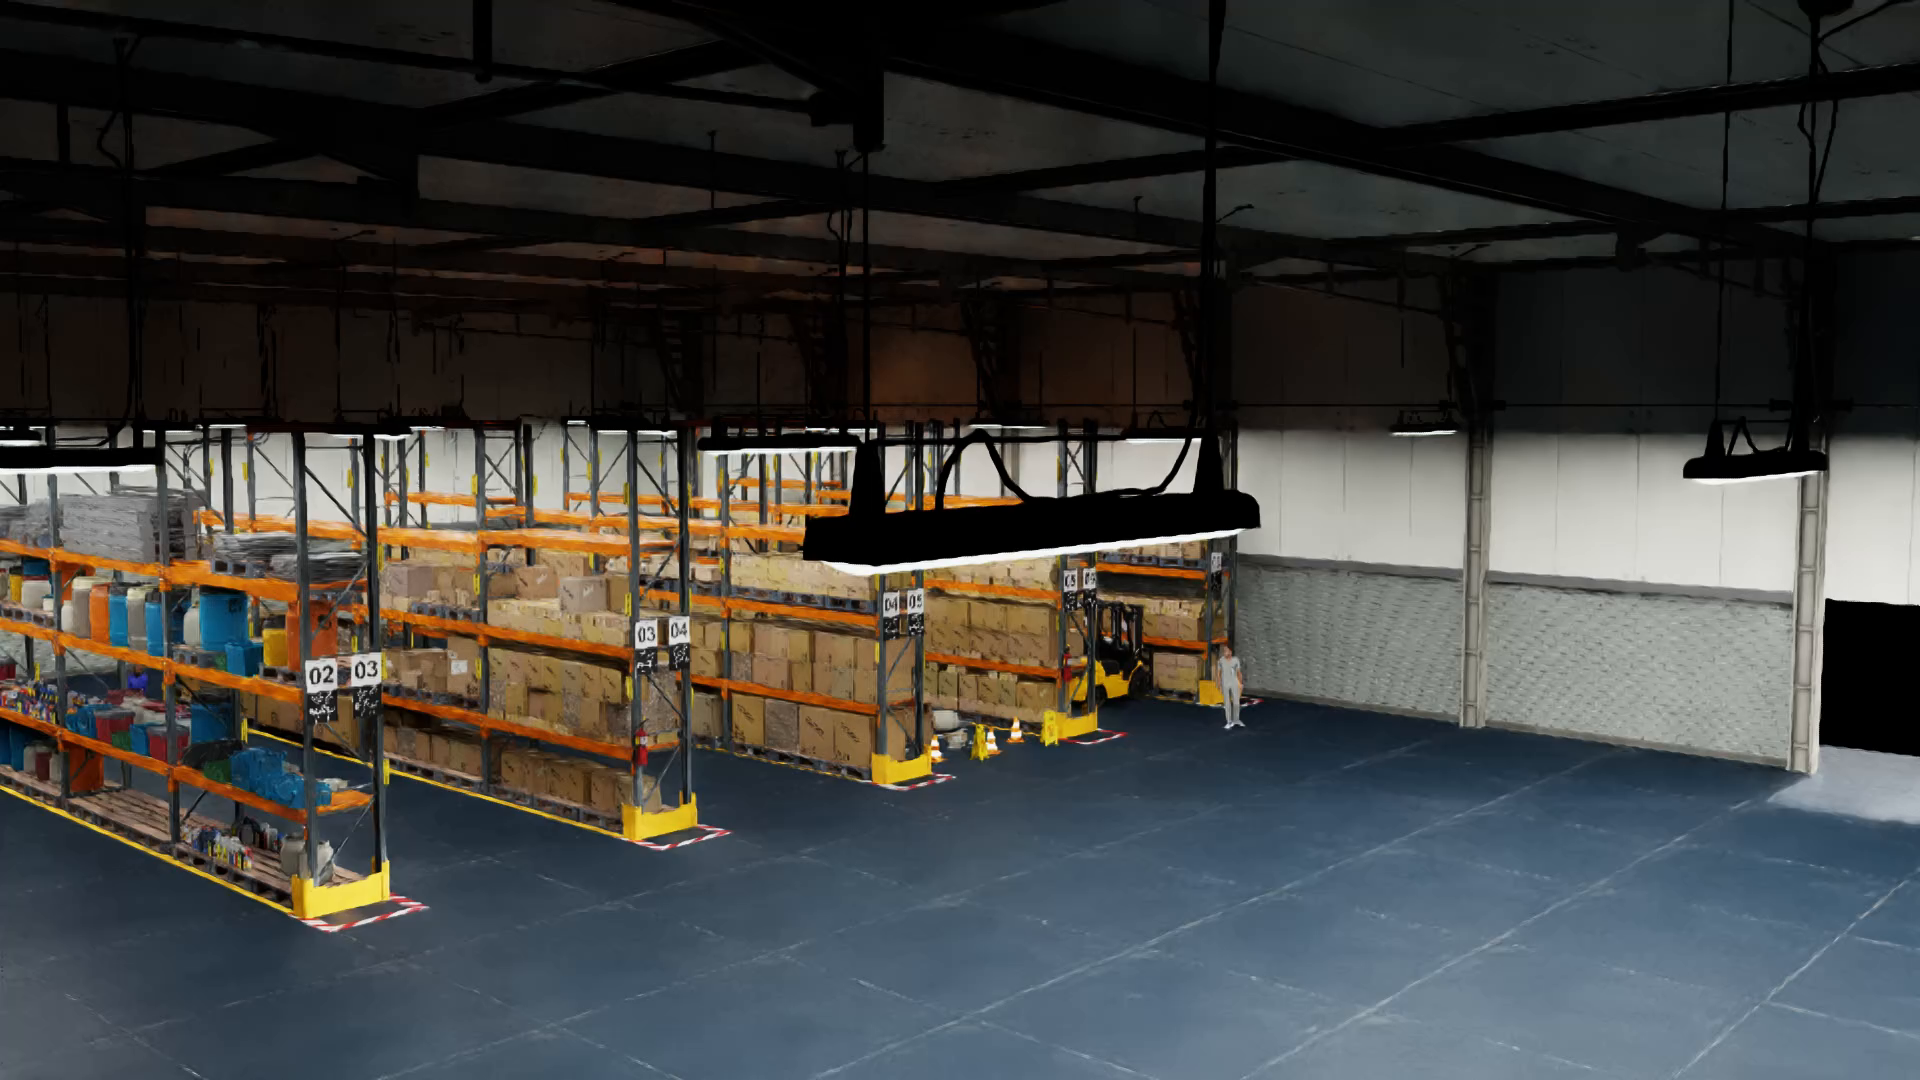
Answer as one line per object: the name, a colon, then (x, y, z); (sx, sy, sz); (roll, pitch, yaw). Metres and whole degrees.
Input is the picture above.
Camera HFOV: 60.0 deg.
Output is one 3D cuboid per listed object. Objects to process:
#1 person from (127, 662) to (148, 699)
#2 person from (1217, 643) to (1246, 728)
person: (-15.217, 3.008, 30.762); (1.075, 1.566, 0.449); (4, 6, 44)
person: (5.298, 2.838, 32.450); (0.563, 1.666, 0.386); (1, 5, 14)
